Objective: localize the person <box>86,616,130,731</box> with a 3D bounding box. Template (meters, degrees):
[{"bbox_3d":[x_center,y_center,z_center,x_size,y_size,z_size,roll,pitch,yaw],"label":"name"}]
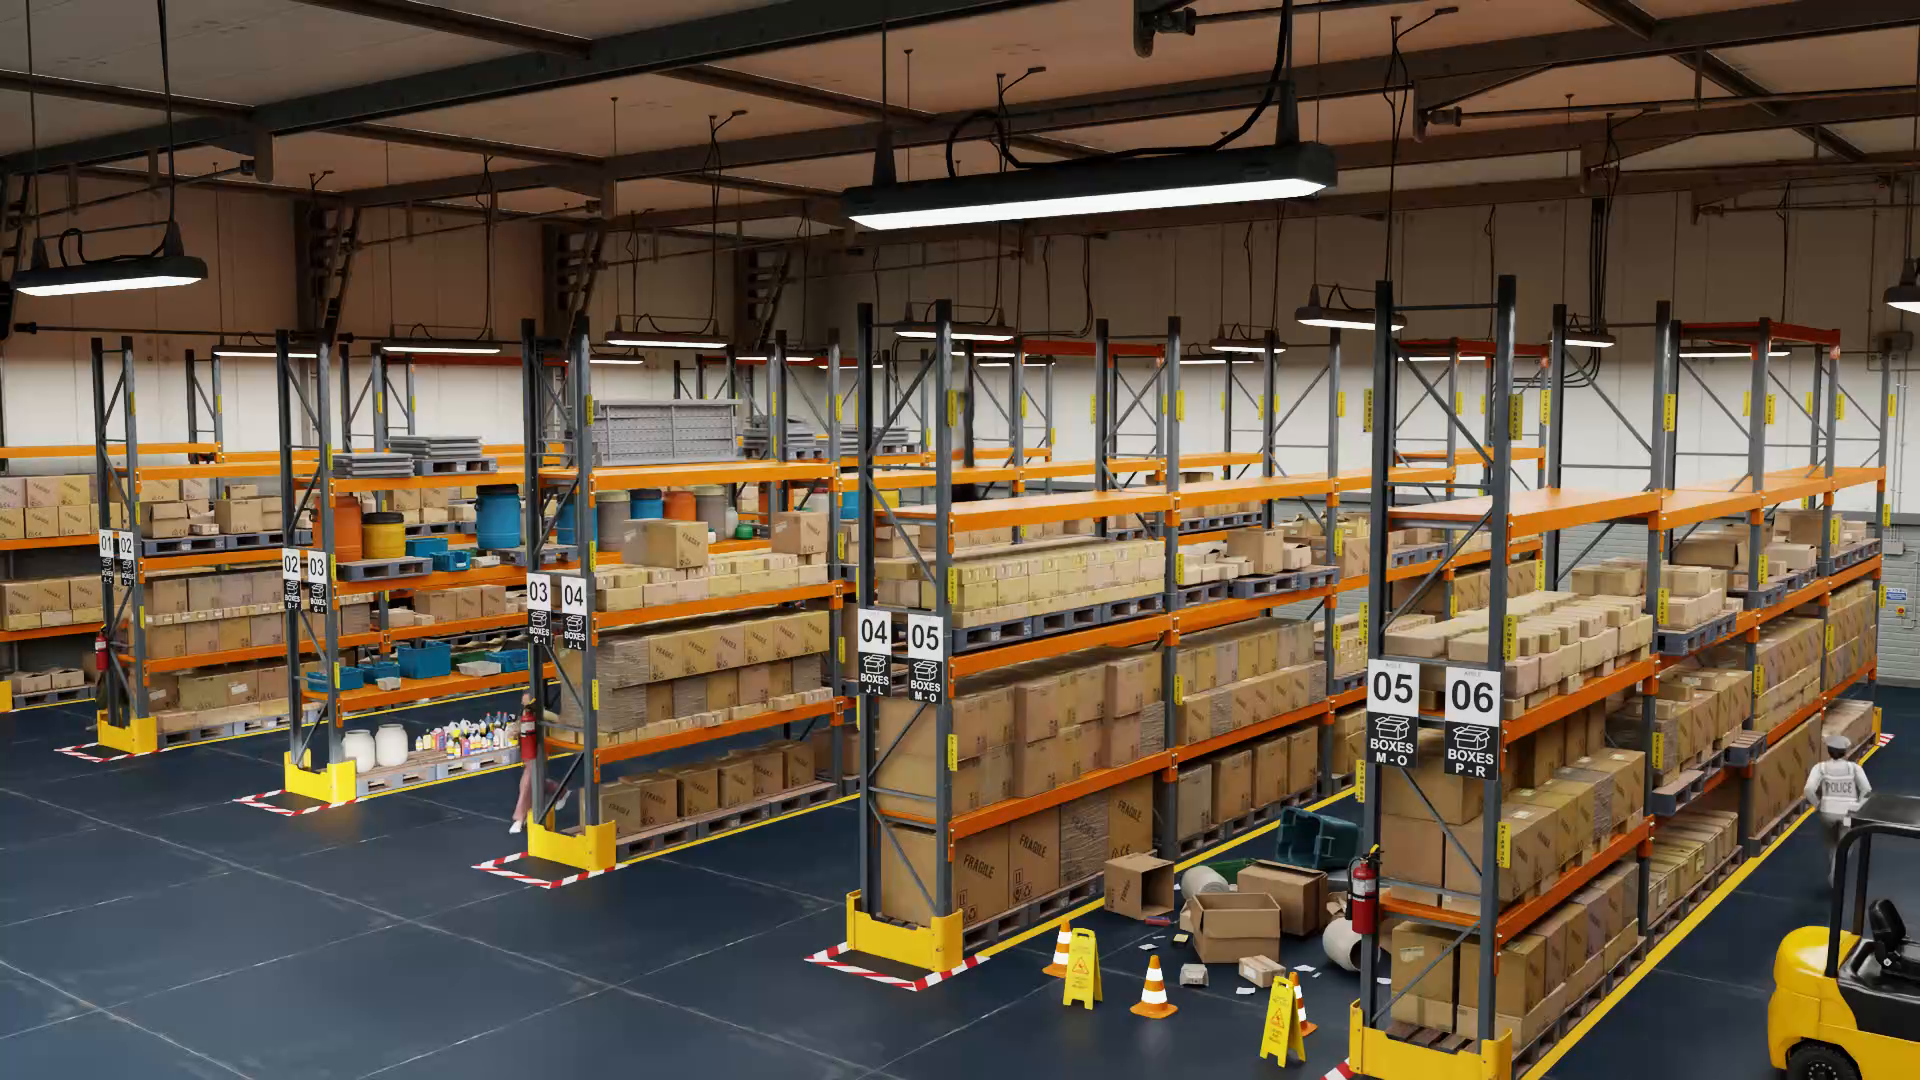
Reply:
[{"bbox_3d":[-13.023,2.048,25.638,0.719,1.754,1.020,3,6,34],"label":"person"}]

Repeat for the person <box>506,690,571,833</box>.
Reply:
[{"bbox_3d":[-0.680,2.525,21.011,7.029,1.675,7.297,3,6,31],"label":"person"}]

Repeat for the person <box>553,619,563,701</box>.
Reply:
[{"bbox_3d":[-6.601,1.881,28.233,0.665,1.688,0.603,3,6,33],"label":"person"}]

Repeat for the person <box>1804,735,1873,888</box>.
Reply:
[{"bbox_3d":[9.039,2.878,17.149,0.624,1.679,0.869,3,6,31],"label":"person"}]
